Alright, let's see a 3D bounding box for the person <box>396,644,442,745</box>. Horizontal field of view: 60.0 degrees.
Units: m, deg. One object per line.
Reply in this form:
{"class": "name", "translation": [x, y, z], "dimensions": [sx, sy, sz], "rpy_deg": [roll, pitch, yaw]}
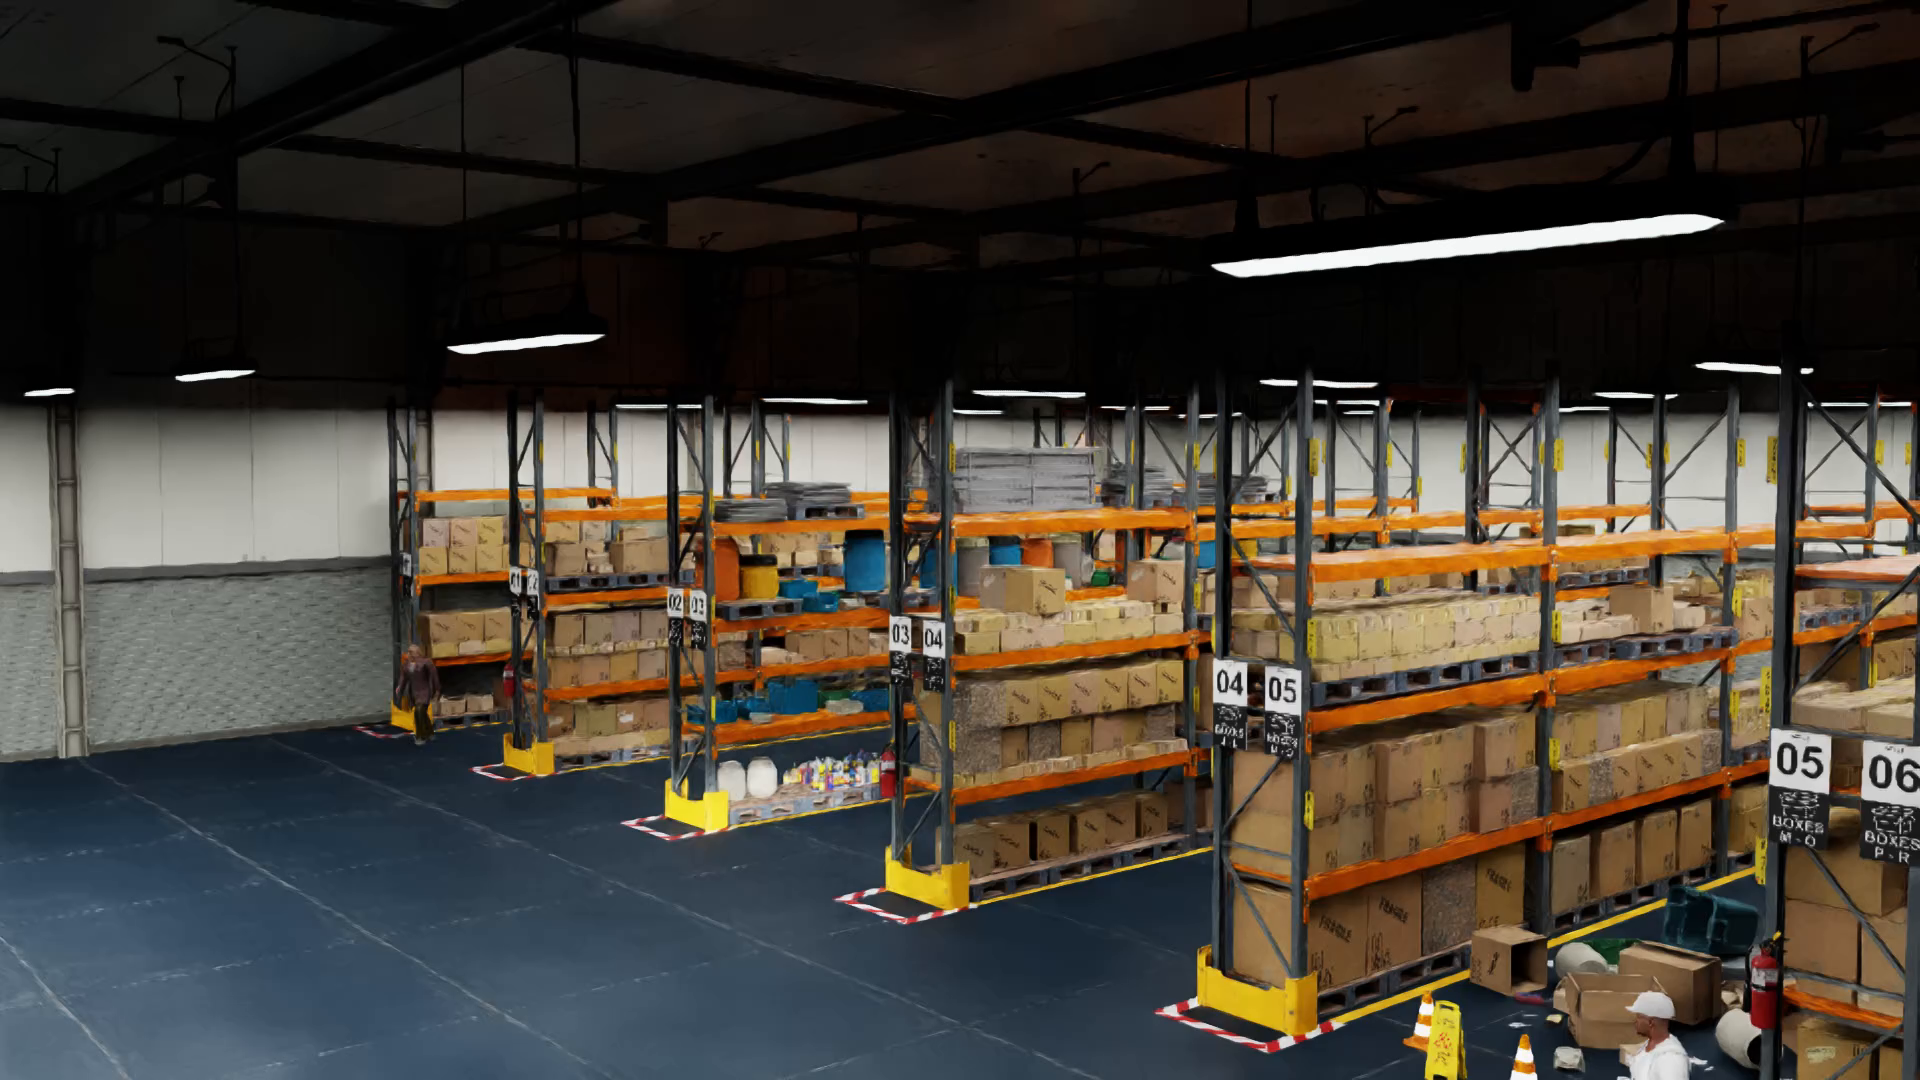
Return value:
{"class": "person", "translation": [-9.275, 2.632, 28.539], "dimensions": [0.715, 1.726, 0.833], "rpy_deg": [2, 4, 29]}

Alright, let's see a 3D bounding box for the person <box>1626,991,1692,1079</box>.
{"class": "person", "translation": [4.397, 3.690, 10.327], "dimensions": [0.596, 1.757, 0.595], "rpy_deg": [0, 3, 8]}
